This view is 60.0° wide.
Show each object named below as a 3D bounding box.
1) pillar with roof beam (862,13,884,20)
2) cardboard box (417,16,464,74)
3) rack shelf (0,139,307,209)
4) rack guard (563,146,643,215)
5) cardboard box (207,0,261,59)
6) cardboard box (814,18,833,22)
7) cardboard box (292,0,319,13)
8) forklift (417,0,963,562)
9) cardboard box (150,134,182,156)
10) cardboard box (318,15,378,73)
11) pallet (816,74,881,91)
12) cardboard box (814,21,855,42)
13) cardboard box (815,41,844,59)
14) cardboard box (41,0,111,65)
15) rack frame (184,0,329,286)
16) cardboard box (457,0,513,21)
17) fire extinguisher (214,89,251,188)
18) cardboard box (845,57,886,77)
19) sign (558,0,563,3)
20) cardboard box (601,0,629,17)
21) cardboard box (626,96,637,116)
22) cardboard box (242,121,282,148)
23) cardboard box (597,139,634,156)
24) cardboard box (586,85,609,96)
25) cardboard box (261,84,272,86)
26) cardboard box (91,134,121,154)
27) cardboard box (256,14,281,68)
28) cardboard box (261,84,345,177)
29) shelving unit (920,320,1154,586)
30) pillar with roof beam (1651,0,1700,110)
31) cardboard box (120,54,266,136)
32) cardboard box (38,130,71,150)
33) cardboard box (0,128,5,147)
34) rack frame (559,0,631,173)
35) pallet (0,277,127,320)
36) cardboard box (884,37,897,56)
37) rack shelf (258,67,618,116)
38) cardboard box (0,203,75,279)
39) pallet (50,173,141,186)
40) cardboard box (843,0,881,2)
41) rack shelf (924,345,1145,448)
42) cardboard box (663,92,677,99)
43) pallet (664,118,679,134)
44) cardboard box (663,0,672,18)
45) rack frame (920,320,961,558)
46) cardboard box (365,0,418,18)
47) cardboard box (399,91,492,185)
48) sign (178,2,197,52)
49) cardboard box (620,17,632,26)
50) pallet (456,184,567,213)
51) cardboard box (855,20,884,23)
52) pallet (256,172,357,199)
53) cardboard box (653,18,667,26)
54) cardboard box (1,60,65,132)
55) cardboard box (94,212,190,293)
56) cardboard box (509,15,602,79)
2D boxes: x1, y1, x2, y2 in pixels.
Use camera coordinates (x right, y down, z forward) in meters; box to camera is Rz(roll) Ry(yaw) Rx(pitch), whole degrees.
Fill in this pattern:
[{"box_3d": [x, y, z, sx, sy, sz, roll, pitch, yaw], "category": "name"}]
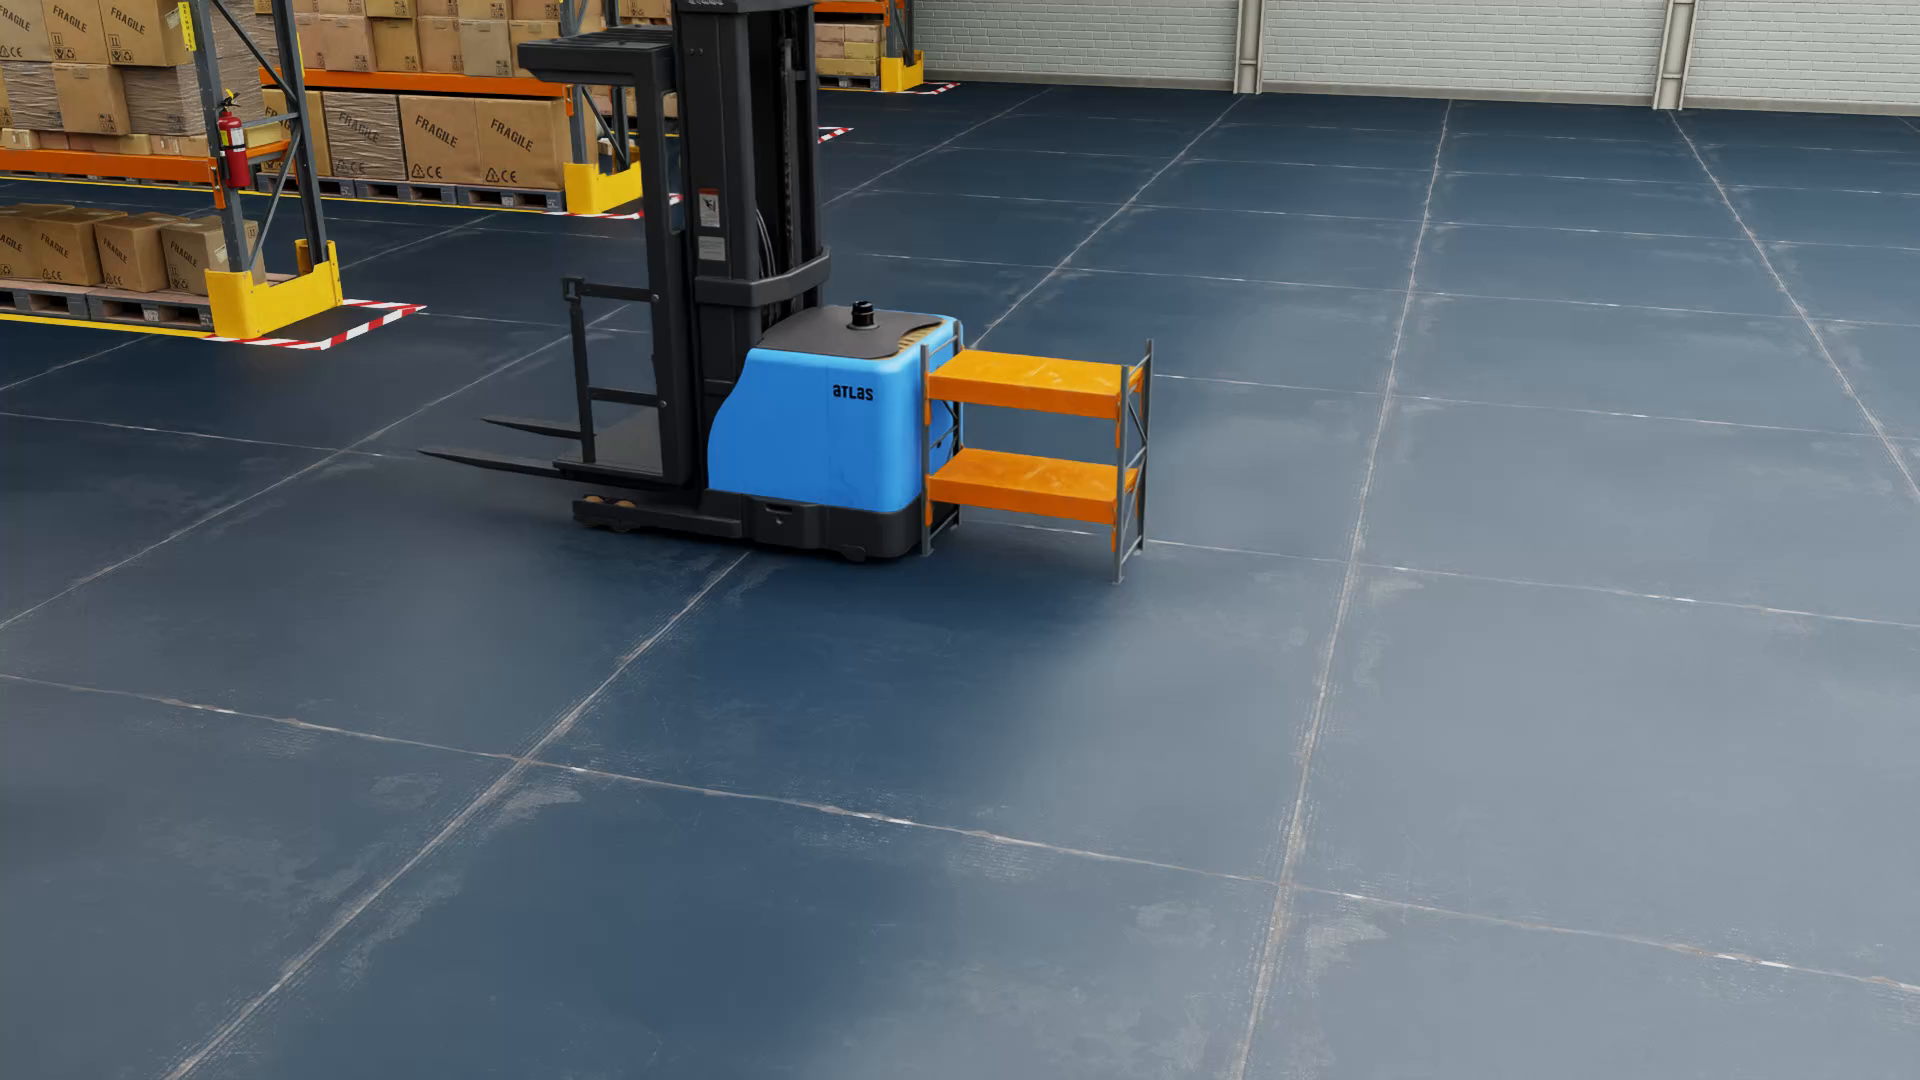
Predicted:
[{"box_3d": [-2.576, -10.124, 21.593, 0.400, 9.000, 9.100, 7, 23, 16], "category": "pillar with roof beam"}, {"box_3d": [-5.091, -5.148, 17.170, 0.550, 0.550, 0.875, 7, 23, 16], "category": "cardboard box"}, {"box_3d": [-7.134, -2.990, 13.056, 4.000, 0.370, 1.077, 7, 23, 16], "category": "rack shelf"}, {"box_3d": [-3.667, -3.736, 17.219, 0.348, 0.500, 1.175, 7, 23, 16], "category": "rack guard"}, {"box_3d": [-5.667, -3.910, 12.508, 0.500, 0.500, 0.500, 7, 23, 16], "category": "cardboard box"}, {"box_3d": [-2.287, -8.127, 26.382, 0.500, 0.250, 0.500, 6, 23, 15], "category": "cardboard box"}, {"box_3d": [-6.616, -5.831, 17.413, 0.550, 0.550, 0.875, 7, 23, 16], "category": "cardboard box"}, {"box_3d": [-1.543, -1.575, 8.748, 3.031, 2.935, 1.130, 8, 24, 19], "category": "forklift"}, {"box_3d": [-5.791, -2.972, 12.393, 0.250, 0.149, 0.380, 7, 23, 16], "category": "cardboard box"}, {"box_3d": [-6.147, -5.213, 17.328, 0.550, 0.550, 0.875, 7, 23, 16], "category": "cardboard box"}, {"box_3d": [-1.671, -7.287, 26.256, 1.213, 0.211, 1.003, 7, 23, 16], "category": "pallet"}, {"box_3d": [-1.948, -7.884, 25.790, 0.500, 0.250, 0.500, 7, 23, 16], "category": "cardboard box"}, {"box_3d": [-1.960, -7.661, 25.904, 0.500, 0.250, 0.500, 6, 23, 15], "category": "cardboard box"}, {"box_3d": [-6.298, -3.774, 12.176, 0.500, 0.500, 0.500, 7, 23, 16], "category": "cardboard box"}, {"box_3d": [-5.219, -3.104, 12.385, 0.127, 3.000, 1.000, 7, 23, 16], "category": "rack frame"}, {"box_3d": [-4.587, -5.546, 16.716, 0.550, 0.550, 0.875, 7, 23, 16], "category": "cardboard box"}, {"box_3d": [-5.243, -2.888, 11.960, 0.183, 0.674, 0.296, 7, 23, 16], "category": "fire extinguisher"}, {"box_3d": [-1.468, -7.367, 25.848, 0.500, 0.250, 0.500, 7, 23, 16], "category": "cardboard box"}, {"box_3d": [-3.860, -5.345, 16.009, 0.005, 0.325, 0.100, 7, 23, 16], "category": "sign"}, {"box_3d": [-4.392, -7.023, 21.415, 0.500, 0.500, 0.500, 7, 23, 16], "category": "cardboard box"}, {"box_3d": [-4.205, -5.733, 21.863, 0.500, 0.250, 0.500, 6, 23, 14], "category": "cardboard box"}, {"box_3d": [-5.423, -3.106, 12.720, 0.250, 0.149, 0.380, 7, 23, 16], "category": "cardboard box"}, {"box_3d": [-4.194, -4.795, 20.264, 0.380, 0.149, 0.250, -20, 29, -39], "category": "cardboard box"}, {"box_3d": [-4.688, -6.138, 21.862, 0.500, 0.500, 0.500, 8, 24, 18], "category": "cardboard box"}, {"box_3d": [-9.478, -6.494, 23.559, 0.625, 0.372, 0.950, 5, 23, 12], "category": "cardboard box"}, {"box_3d": [-6.280, -3.013, 12.495, 0.250, 0.149, 0.380, 7, 23, 16], "category": "cardboard box"}, {"box_3d": [-7.163, -5.367, 17.703, 0.550, 0.550, 0.875, 7, 23, 16], "category": "cardboard box"}, {"box_3d": [-6.937, -4.450, 17.913, 0.875, 0.875, 0.875, 7, 23, 16], "category": "cardboard box"}, {"box_3d": [0.381, -0.453, 8.392, 1.048, 1.125, 0.538, 8, 24, 19], "category": "shelving unit"}, {"box_3d": [8.912, -8.808, 18.386, 0.400, 9.000, 9.100, 7, 23, 16], "category": "pillar with roof beam"}, {"box_3d": [-5.738, -3.358, 12.480, 0.500, 0.500, 0.875, 7, 23, 16], "category": "cardboard box"}, {"box_3d": [-6.753, -3.075, 12.645, 0.250, 0.149, 0.380, 7, 23, 16], "category": "cardboard box"}, {"box_3d": [-7.238, -3.123, 12.762, 0.250, 0.149, 0.380, 7, 23, 16], "category": "cardboard box"}, {"box_3d": [-3.690, -4.895, 16.751, 0.127, 3.000, 1.000, 7, 23, 16], "category": "rack frame"}, {"box_3d": [-7.224, -2.059, 13.510, 1.213, 0.211, 1.003, 7, 23, 16], "category": "pallet"}, {"box_3d": [-1.317, -7.789, 26.217, 0.500, 0.250, 0.500, 7, 23, 16], "category": "cardboard box"}, {"box_3d": [-5.605, -4.781, 17.422, 4.000, 0.370, 1.077, 7, 23, 16], "category": "rack shelf"}, {"box_3d": [-7.510, -2.422, 13.463, 0.500, 0.500, 0.500, 4, 23, 11], "category": "cardboard box"}, {"box_3d": [-9.452, -4.234, 18.813, 1.213, 0.211, 1.003, 7, 23, 16], "category": "pallet"}, {"box_3d": [-1.474, -8.513, 25.440, 0.500, 0.500, 0.500, 6, 23, 14], "category": "cardboard box"}, {"box_3d": [0.381, -0.724, 8.281, 1.000, 0.278, 0.538, 8, 24, 19], "category": "rack shelf"}, {"box_3d": [-3.700, -6.023, 21.582, 0.500, 0.500, 0.500, 7, 23, 17], "category": "cardboard box"}, {"box_3d": [-3.197, -5.525, 21.960, 1.213, 0.211, 1.003, 7, 23, 16], "category": "pallet"}, {"box_3d": [-3.434, -6.904, 21.126, 0.500, 0.500, 0.500, 7, 23, 16], "category": "cardboard box"}, {"box_3d": [-0.095, -0.521, 8.557, 0.032, 1.125, 0.500, 8, 24, 19], "category": "rack frame"}, {"box_3d": [-5.629, -5.667, 17.013, 0.500, 0.550, 0.875, 7, 23, 16], "category": "cardboard box"}, {"box_3d": [-5.201, -4.252, 17.430, 0.875, 0.875, 0.875, 6, 23, 15], "category": "cardboard box"}, {"box_3d": [-5.399, -3.586, 11.619, 0.005, 0.325, 0.100, 7, 23, 16], "category": "sign"}, {"box_3d": [-4.234, -6.726, 21.546, 0.250, 0.149, 0.380, 7, 23, 16], "category": "cardboard box"}, {"box_3d": [-4.478, -3.664, 17.425, 1.213, 0.211, 1.003, 7, 23, 15], "category": "pallet"}, {"box_3d": [-1.332, -8.015, 26.108, 0.500, 0.250, 0.500, 6, 23, 15], "category": "cardboard box"}, {"box_3d": [-6.814, -3.932, 18.077, 1.213, 0.211, 1.003, 7, 23, 15], "category": "pallet"}, {"box_3d": [-3.750, -6.671, 21.412, 0.250, 0.149, 0.380, 7, 23, 16], "category": "cardboard box"}, {"box_3d": [-6.718, -3.440, 12.680, 0.500, 0.500, 0.875, 7, 23, 16], "category": "cardboard box"}, {"box_3d": [-6.395, -2.269, 13.090, 0.500, 0.500, 0.500, 13, 26, 29], "category": "cardboard box"}, {"box_3d": [-4.058, -4.989, 16.781, 0.550, 0.550, 0.875, 7, 23, 16], "category": "cardboard box"}]
